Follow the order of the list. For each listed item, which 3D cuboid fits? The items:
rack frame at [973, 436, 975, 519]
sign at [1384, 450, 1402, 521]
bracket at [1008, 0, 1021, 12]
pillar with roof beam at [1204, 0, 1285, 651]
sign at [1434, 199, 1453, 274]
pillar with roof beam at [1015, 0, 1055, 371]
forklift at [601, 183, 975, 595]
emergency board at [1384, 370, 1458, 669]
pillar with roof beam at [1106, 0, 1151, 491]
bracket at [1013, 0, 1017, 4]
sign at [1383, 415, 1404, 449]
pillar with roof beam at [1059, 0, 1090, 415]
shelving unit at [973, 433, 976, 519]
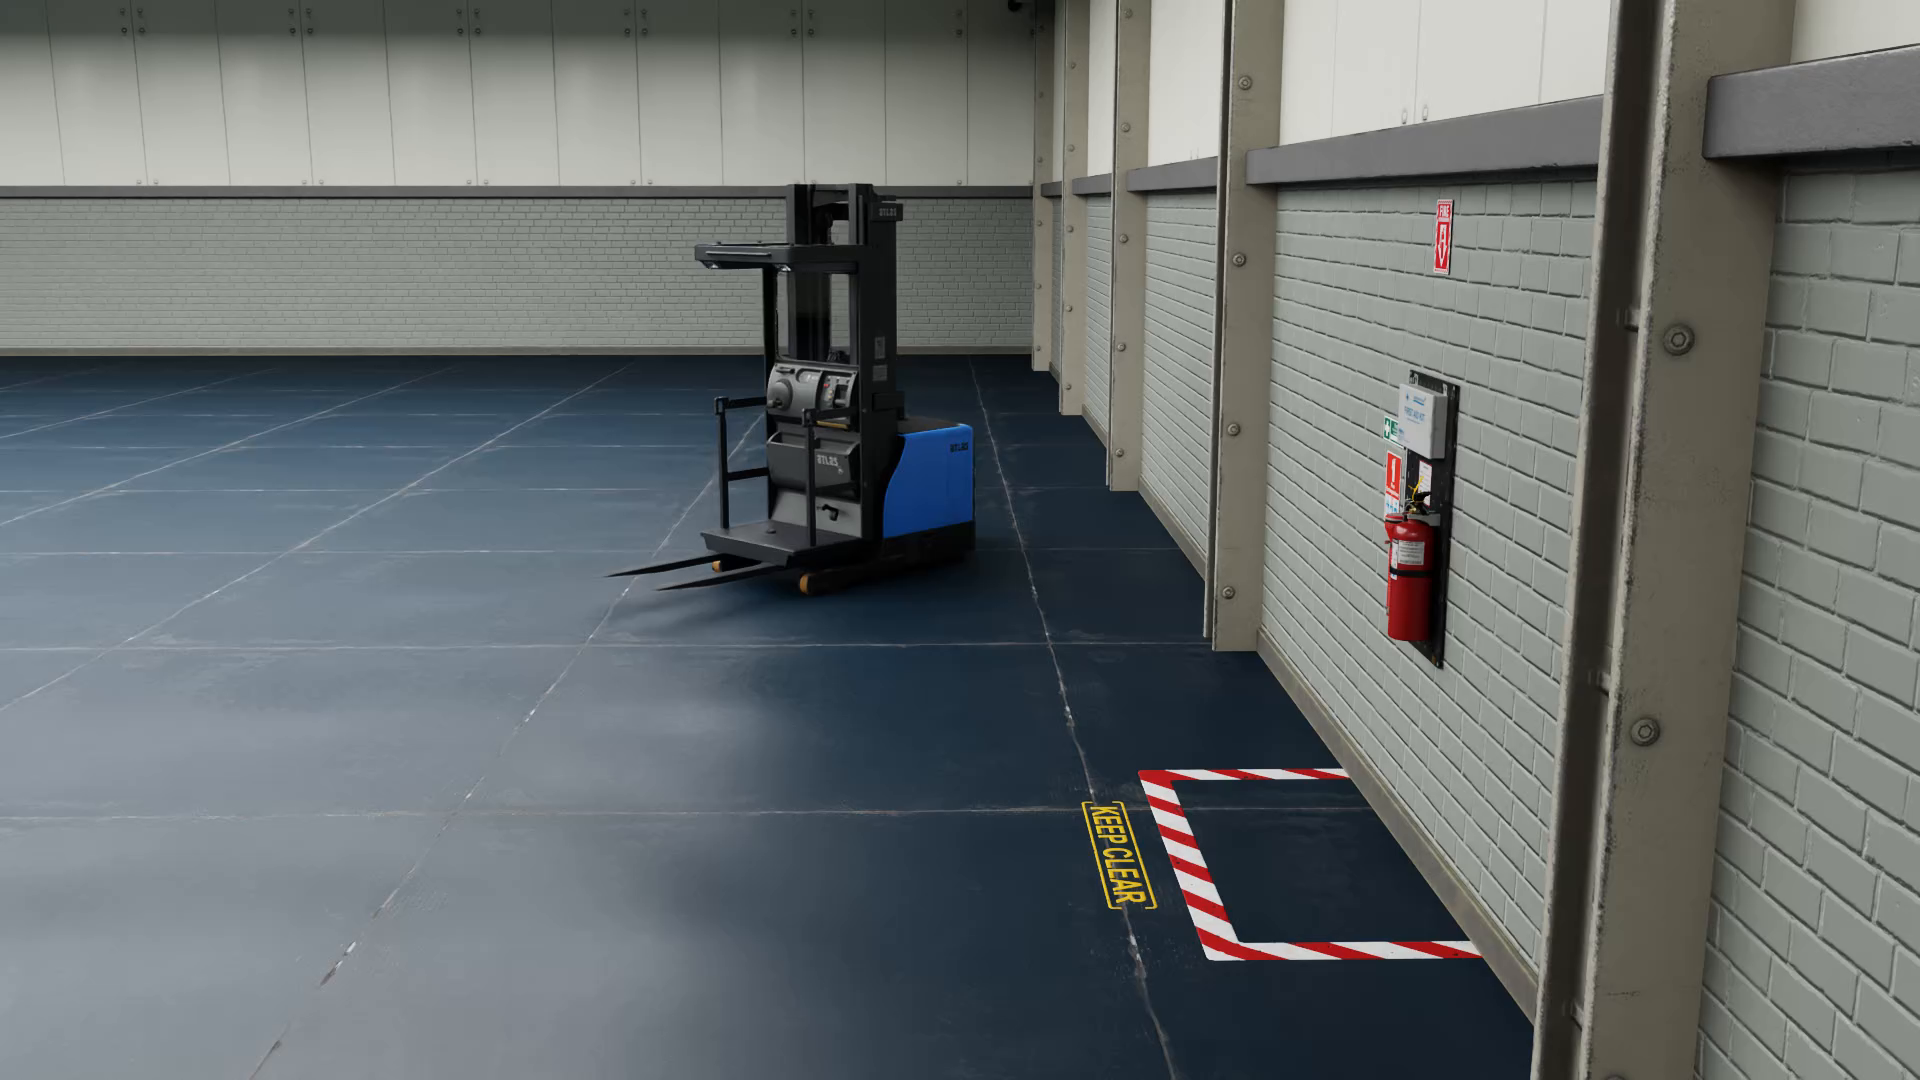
[{"bbox_3d":[0.002,-0.419,13.862,0.240,0.900,0.006,0,11,-1],"label":"rack frame"},{"bbox_3d":[1.967,-0.230,7.560,0.001,0.329,0.234,0,11,-1],"label":"sign"},{"bbox_3d":[0.979,-9.638,29.881,0.235,0.232,0.430,0,11,-1],"label":"bracket"},{"bbox_3d":[-2.540,-3.726,9.793,9.100,9.000,0.400,0,11,-1],"label":"pillar with roof beam"},{"bbox_3d":[1.974,-1.241,6.799,0.001,0.298,0.199,0,11,-1],"label":"sign"},{"bbox_3d":[-2.912,-7.304,27.430,9.100,9.000,0.548,0,11,-1],"label":"pillar with roof beam"},{"bbox_3d":[-1.255,-1.147,12.340,1.130,2.935,3.031,11,16,42],"label":"forklift"},{"bbox_3d":[1.875,-0.102,7.020,0.194,1.169,0.643,0,11,-1],"label":"emergency board"},{"bbox_3d":[-2.664,-4.919,15.672,9.100,9.000,0.400,0,11,-1],"label":"pillar with roof beam"},{"bbox_3d":[0.992,-9.521,29.302,0.076,0.066,3.189,0,11,-1],"label":"bracket"},{"bbox_3d":[1.958,-0.489,7.503,0.001,0.109,0.331,0,11,-1],"label":"sign"},{"bbox_3d":[-2.788,-6.112,21.551,9.100,9.000,0.400,0,11,-1],"label":"pillar with roof beam"},{"bbox_3d":[0.000,-0.439,13.962,0.258,0.900,0.210,0,11,-1],"label":"shelving unit"}]
